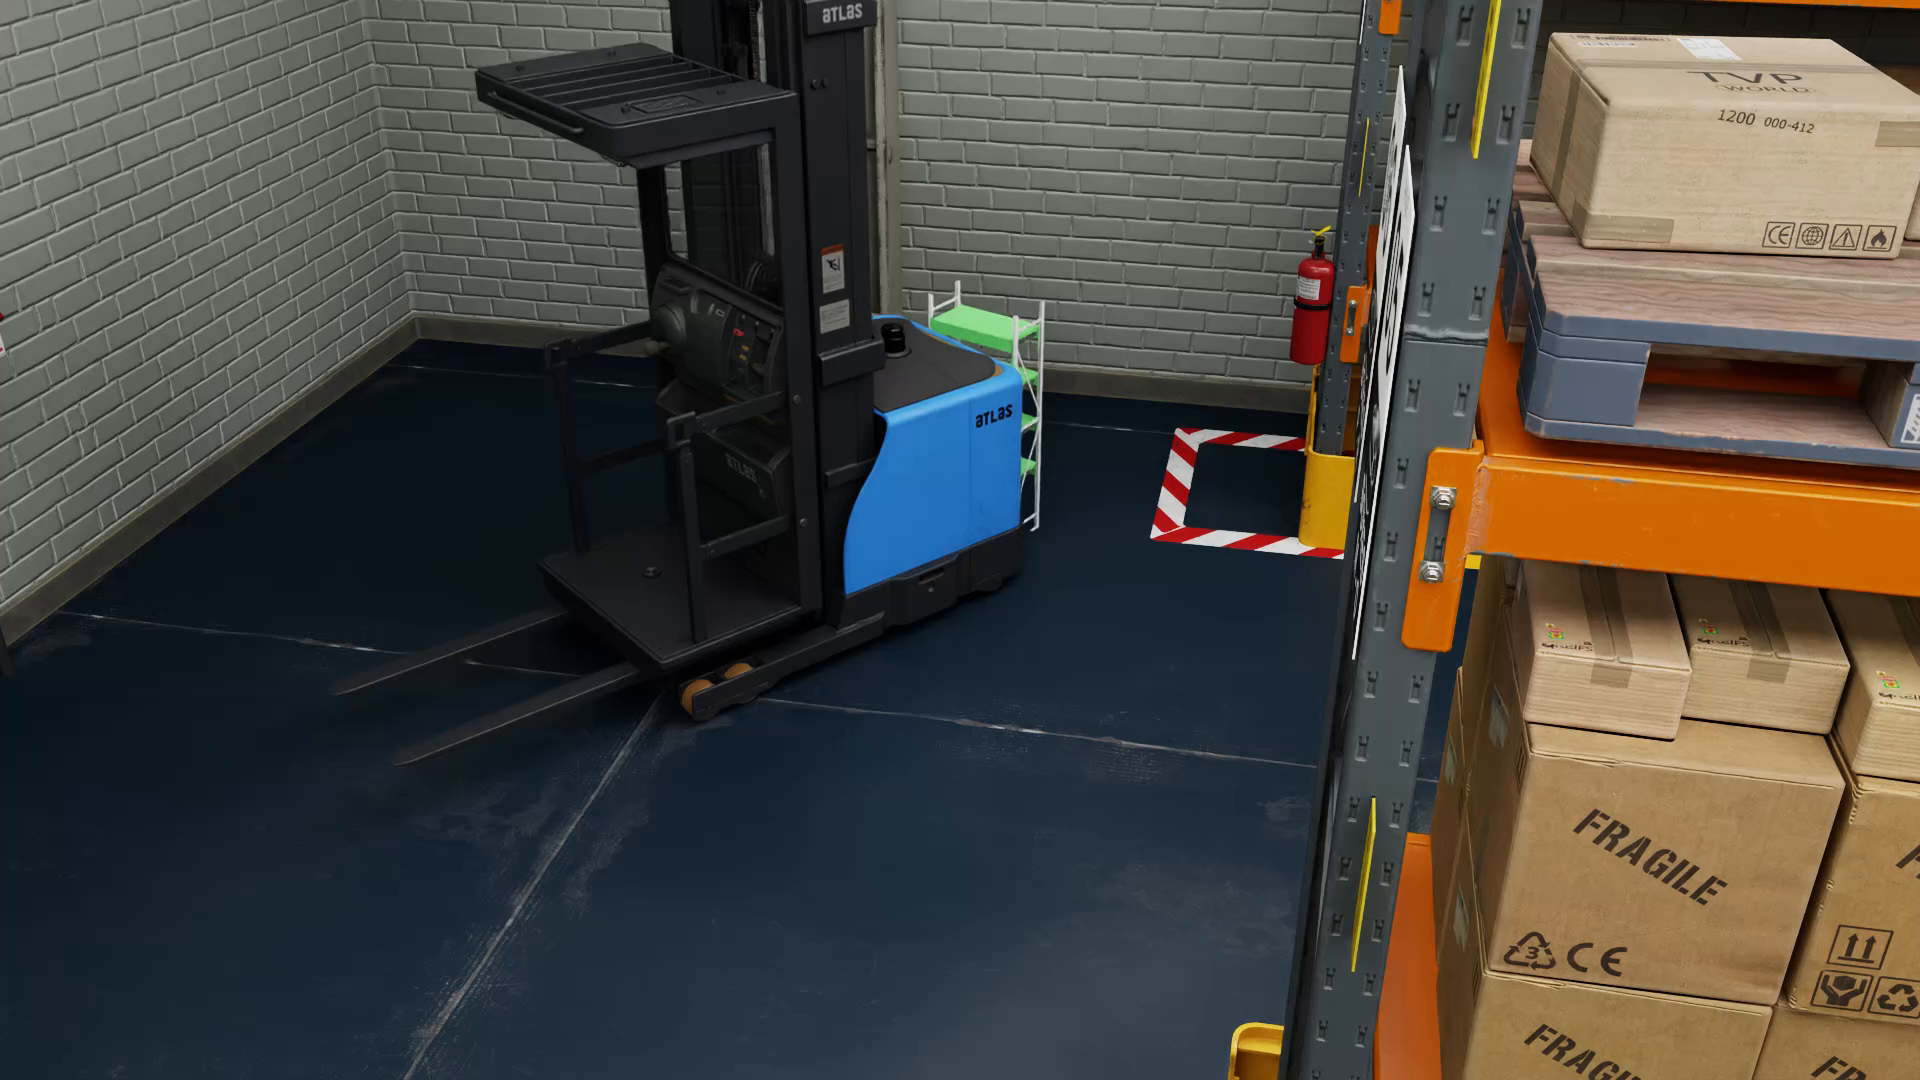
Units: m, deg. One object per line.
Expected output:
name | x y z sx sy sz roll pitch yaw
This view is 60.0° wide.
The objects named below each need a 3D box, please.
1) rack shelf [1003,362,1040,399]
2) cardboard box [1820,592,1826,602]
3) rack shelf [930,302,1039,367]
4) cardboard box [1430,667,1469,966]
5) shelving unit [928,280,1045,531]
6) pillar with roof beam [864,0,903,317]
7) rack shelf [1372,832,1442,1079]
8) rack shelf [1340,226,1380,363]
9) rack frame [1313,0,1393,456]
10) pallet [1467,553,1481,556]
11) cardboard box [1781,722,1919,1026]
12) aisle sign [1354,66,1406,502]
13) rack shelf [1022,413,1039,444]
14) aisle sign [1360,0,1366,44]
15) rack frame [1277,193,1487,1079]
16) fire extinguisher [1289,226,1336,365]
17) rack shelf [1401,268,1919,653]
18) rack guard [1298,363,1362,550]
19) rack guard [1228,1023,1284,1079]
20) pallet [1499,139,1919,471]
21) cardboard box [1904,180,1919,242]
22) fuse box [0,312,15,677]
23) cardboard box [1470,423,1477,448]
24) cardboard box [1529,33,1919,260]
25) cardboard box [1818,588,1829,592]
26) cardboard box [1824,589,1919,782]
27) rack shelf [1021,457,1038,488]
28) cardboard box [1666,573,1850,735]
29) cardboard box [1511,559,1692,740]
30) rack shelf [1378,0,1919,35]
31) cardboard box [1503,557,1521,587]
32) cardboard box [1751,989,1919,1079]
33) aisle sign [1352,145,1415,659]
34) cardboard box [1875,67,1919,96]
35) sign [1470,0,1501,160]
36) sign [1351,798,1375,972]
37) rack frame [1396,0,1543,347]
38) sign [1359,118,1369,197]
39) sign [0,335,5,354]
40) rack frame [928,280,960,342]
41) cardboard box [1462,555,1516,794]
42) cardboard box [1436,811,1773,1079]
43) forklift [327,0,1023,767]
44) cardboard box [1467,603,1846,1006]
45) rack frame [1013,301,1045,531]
rack shelf | 0.123 -0.768 8.036 0.480 0.148 0.258 19 34 31
cardboard box | 1.888 0.272 3.485 0.500 0.500 0.500 6 29 11
rack shelf | 0.123 -0.978 7.921 0.480 0.148 0.258 19 34 31
cardboard box | 1.377 0.659 3.819 0.500 0.500 0.500 6 29 11
shelving unit | 0.123 -0.613 8.120 0.503 1.200 0.258 19 34 31
pillar with roof beam | -1.465 -2.856 4.096 0.400 9.000 9.100 6 29 11
rack shelf | 2.806 1.295 3.510 4.000 0.370 1.077 6 29 11
rack shelf | 3.838 -1.037 7.769 4.000 0.370 1.077 6 29 11
rack frame | 1.883 -1.553 7.962 0.127 3.000 1.000 6 29 11
pallet | 2.737 -0.242 8.473 1.213 0.211 1.003 6 29 11
cardboard box | 1.766 0.527 3.019 0.500 0.500 0.500 5 29 9
aisle sign | 0.844 -0.514 3.359 0.004 0.787 0.394 6 29 11
rack shelf | 0.123 -0.557 8.151 0.480 0.148 0.258 19 34 31
aisle sign | 1.755 -2.562 7.099 0.004 0.787 0.394 6 29 11
rack frame | 0.850 0.779 3.704 0.127 3.000 1.000 6 29 11
fire extinguisher | 1.642 -1.153 7.701 0.183 0.674 0.296 6 29 11
rack shelf | 2.806 -0.021 2.790 4.000 0.370 1.077 6 29 11
rack guard | 1.957 -0.449 8.549 0.348 0.500 1.175 6 29 11
rack guard | 0.826 1.873 4.309 0.348 0.500 1.175 6 29 11
pallet | 1.577 -0.429 2.878 1.213 0.211 1.003 6 29 11
cardboard box | 1.735 -0.647 2.906 0.250 0.149 0.380 4 29 7
fuse box | -4.088 -0.182 6.801 0.414 1.711 0.539 6 29 11
cardboard box | 2.461 -0.536 8.268 0.637 0.503 0.797 5 29 9
cardboard box | 1.309 -0.696 2.890 0.500 0.250 0.500 3 29 6
cardboard box | 1.766 -0.046 3.389 0.250 0.149 0.380 6 29 10
cardboard box | 1.640 0.250 2.849 0.250 0.149 0.380 7 29 12
rack shelf | 0.123 -0.347 8.266 0.480 0.148 0.258 19 34 31
cardboard box | 1.410 0.170 2.995 0.250 0.149 0.380 7 29 12
cardboard box | 1.139 0.177 2.981 0.250 0.149 0.380 6 29 12
rack shelf | 3.838 -2.352 7.049 4.000 0.370 1.077 6 29 11
cardboard box | 1.242 -0.046 3.390 0.250 0.149 0.380 6 29 11
cardboard box | 1.760 0.956 3.277 0.500 0.500 0.500 5 29 10
aisle sign | 0.719 -0.233 2.844 0.004 0.787 0.394 6 29 11
cardboard box | 4.394 -1.819 7.515 0.500 0.500 0.500 5 29 9
sign | 0.728 -0.695 2.280 0.005 0.325 0.100 6 29 11
sign | 0.728 0.624 3.002 0.005 0.325 0.100 6 29 11
rack frame | 0.850 -1.853 2.263 0.127 3.000 1.000 6 29 11
sign | 1.769 -1.678 7.289 0.005 0.325 0.100 6 29 11
sign | -4.188 -0.959 6.976 0.001 0.494 0.329 6 29 11
rack frame | -0.075 -0.682 8.246 0.015 1.200 0.240 19 34 31
cardboard box | 1.371 0.233 3.556 0.500 0.500 0.500 7 29 12
cardboard box | 1.259 0.918 3.346 0.500 0.500 0.500 6 29 10
forklift | -1.165 -0.826 6.706 3.031 2.935 1.130 -22 35 -34
cardboard box | 1.260 0.478 3.107 0.500 0.500 0.500 5 29 9
rack frame | 0.321 -0.544 7.995 0.015 1.200 0.240 19 34 31
